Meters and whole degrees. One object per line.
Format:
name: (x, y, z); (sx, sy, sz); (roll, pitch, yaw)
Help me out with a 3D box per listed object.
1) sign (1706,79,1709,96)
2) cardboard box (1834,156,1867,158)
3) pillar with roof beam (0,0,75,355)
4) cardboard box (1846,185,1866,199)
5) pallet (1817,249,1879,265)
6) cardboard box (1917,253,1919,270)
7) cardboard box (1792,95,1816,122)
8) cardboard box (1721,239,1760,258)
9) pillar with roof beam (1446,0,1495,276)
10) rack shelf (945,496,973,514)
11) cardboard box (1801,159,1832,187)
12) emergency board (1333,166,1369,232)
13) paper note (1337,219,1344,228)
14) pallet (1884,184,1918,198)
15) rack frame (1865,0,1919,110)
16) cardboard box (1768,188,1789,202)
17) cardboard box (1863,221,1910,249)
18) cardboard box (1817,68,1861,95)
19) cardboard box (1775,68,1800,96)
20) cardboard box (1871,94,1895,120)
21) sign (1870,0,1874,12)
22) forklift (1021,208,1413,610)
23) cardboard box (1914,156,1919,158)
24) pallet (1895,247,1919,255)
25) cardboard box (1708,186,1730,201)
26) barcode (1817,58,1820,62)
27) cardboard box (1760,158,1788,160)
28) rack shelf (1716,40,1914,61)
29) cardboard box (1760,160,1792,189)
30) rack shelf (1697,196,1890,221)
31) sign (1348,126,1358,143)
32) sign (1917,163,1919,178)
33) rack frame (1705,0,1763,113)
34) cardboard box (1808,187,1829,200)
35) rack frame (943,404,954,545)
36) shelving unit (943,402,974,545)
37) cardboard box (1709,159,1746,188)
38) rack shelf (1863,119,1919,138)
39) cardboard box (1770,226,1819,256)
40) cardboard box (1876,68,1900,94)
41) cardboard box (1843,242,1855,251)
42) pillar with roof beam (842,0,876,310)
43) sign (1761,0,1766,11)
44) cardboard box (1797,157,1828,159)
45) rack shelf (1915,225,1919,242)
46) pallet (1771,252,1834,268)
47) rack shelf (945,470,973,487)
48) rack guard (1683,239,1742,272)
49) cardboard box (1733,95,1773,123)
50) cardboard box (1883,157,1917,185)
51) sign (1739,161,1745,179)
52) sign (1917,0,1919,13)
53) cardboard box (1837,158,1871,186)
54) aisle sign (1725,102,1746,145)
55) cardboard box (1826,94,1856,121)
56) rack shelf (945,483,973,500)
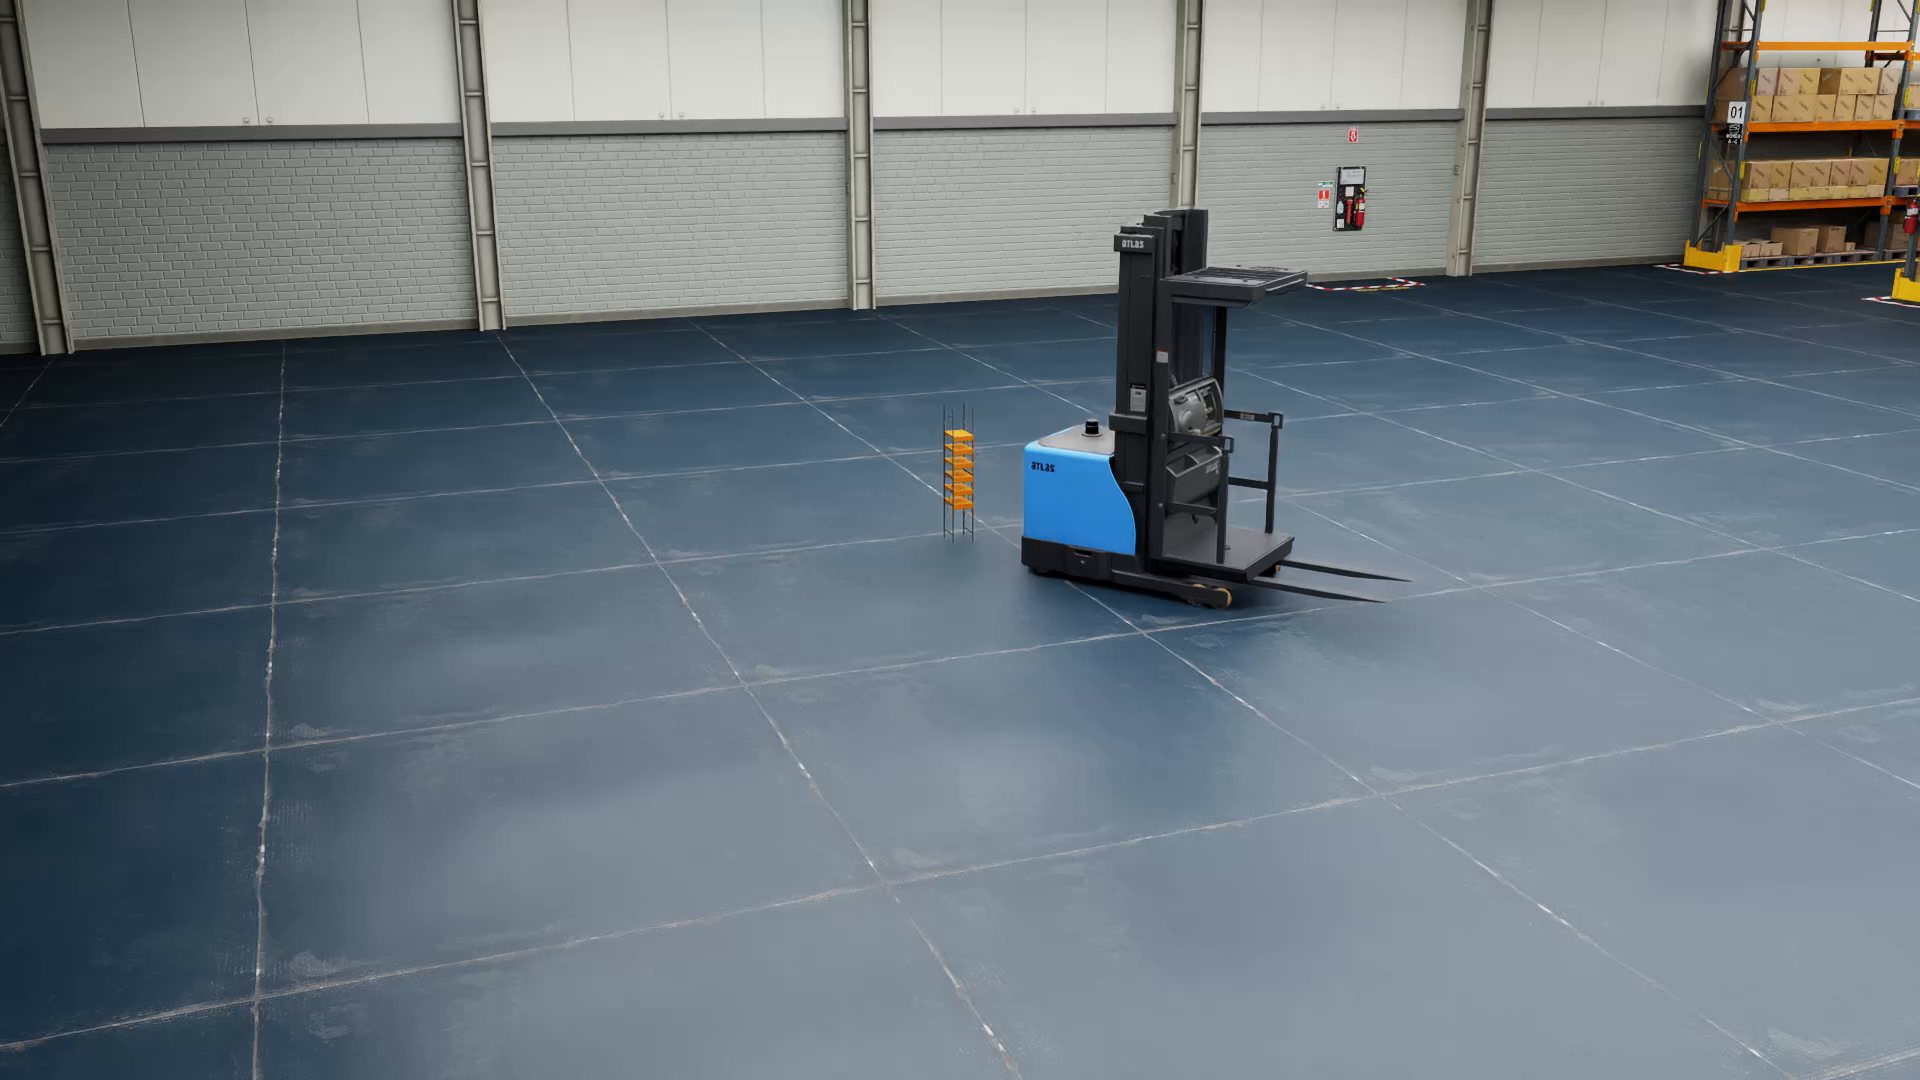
sign: (14.643, -8.845, 32.500); (0.005, 0.325, 0.100); (-6, 17, -20)
cardboard box: (18.045, -7.541, 33.855); (0.500, 0.500, 0.500); (-7, 18, -21)
pillar with roof beam: (-11.306, -5.852, 18.557); (0.400, 9.000, 9.100); (-6, 17, -20)
cardboard box: (17.756, -6.998, 33.337); (0.500, 0.250, 0.500); (-6, 17, -20)
pallet: (17.944, -5.821, 34.047); (1.213, 0.211, 1.003); (-6, 17, -20)
cardboard box: (16.994, -4.904, 28.780); (0.500, 0.500, 0.500); (-6, 17, -20)
cardboard box: (16.223, -8.396, 32.329); (0.500, 0.500, 0.500); (-5, 17, -18)
cardboard box: (15.501, -5.800, 33.017); (0.500, 0.311, 0.500); (-8, 18, -26)
pillar with roof beam: (11.105, -8.272, 26.796); (0.400, 9.000, 9.100); (-6, 17, -20)
rack shelf: (-0.014, -0.301, 14.504); (0.180, 0.103, 0.258); (-6, 17, -20)
cardboard box: (16.804, -7.252, 32.871); (0.500, 0.500, 0.500); (-6, 17, -18)
emergency board: (7.243, -6.287, 30.685); (0.643, 1.169, 0.194); (-6, 17, -20)
paper note: (7.053, -5.865, 30.810); (0.142, 0.148, 0.016); (-6, 17, -20)
pallet: (19.324, -7.183, 34.076); (1.213, 0.211, 1.003); (-6, 17, -20)
rack frame: (18.558, -10.115, 33.071); (0.127, 3.000, 1.000); (-6, 17, -20)
cardboard box: (15.872, -6.792, 32.636); (0.500, 0.250, 0.500); (-7, 18, -22)
cardboard box: (19.240, -6.327, 34.475); (0.500, 0.500, 0.700); (-6, 17, -18)
cardboard box: (17.196, -8.978, 32.535); (0.500, 0.500, 0.500); (-7, 18, -22)
cardboard box: (15.756, -8.822, 32.005); (0.500, 0.500, 0.500); (-6, 18, -21)
cardboard box: (18.173, -8.617, 33.081); (0.500, 0.500, 0.500); (-6, 17, -19)
sign: (18.354, -10.784, 33.413); (0.005, 0.325, 0.100); (-6, 17, -20)
forklift: (2.026, -1.041, 12.942); (3.031, 2.935, 1.130); (10, 19, 30)
cardboard box: (20.174, -7.667, 34.424); (0.500, 0.500, 0.700); (-4, 17, -12)
pallet: (20.426, -6.101, 35.001); (1.213, 0.211, 1.003); (-6, 17, -20)
cardboard box: (15.190, -6.869, 32.896); (0.500, 0.250, 0.500); (-6, 17, -19)
barcode: (17.107, -9.560, 33.134); (0.075, 0.075, 0.001); (-6, 17, -20)
cardboard box: (16.142, -7.335, 33.154); (0.500, 0.500, 0.500); (-7, 18, -22)
rack shelf: (16.691, -9.566, 32.487); (4.000, 0.370, 1.077); (-6, 17, -20)
cardboard box: (15.842, -7.147, 32.511); (0.500, 0.500, 0.500); (-6, 17, -20)
rack shelf: (16.691, -6.690, 33.331); (4.000, 0.370, 1.077); (-6, 17, -20)
sign: (7.200, -7.425, 30.444); (0.199, 0.298, 0.001); (-6, 17, -20)
sign: (16.418, -6.343, 28.401); (0.005, 0.325, 0.100); (-6, 17, -20)
rack frame: (14.823, -9.712, 31.698); (0.127, 3.000, 1.000); (-6, 17, -20)
cardboard box: (16.823, -6.893, 32.977); (0.500, 0.250, 0.500); (-6, 17, -20)
rack frame: (-0.099, -0.565, 14.393); (0.006, 1.200, 0.240); (-6, 17, -20)
shelving unit: (-0.014, -0.574, 14.424); (0.189, 1.200, 0.258); (-6, 17, -20)
cardboard box: (15.187, -7.234, 32.808); (0.500, 0.500, 0.500); (-6, 18, -21)
rack shelf: (20.426, -8.532, 34.282); (4.000, 0.370, 1.077); (-6, 17, -20)
cardboard box: (16.737, -6.009, 33.393); (0.500, 0.500, 0.700); (-7, 18, -24)
cardboard box: (18.188, -9.091, 32.921); (0.500, 0.500, 0.500); (-8, 18, -25)
cardboard box: (18.070, -6.026, 34.043); (0.250, 0.166, 0.380); (-9, 18, -27)
pillar with roof beam: (-0.100, -7.062, 22.676); (0.400, 9.000, 9.100); (-6, 17, -20)
sign: (15.017, -10.055, 31.069); (0.005, 0.325, 0.100); (-6, 17, -20)
cardboard box: (17.093, -7.441, 33.515); (0.500, 0.500, 0.500); (-6, 17, -19)
rack shelf: (18.467, -5.387, 28.894); (4.000, 0.370, 1.077); (-6, 17, -20)
pallet: (16.803, -5.697, 33.625); (1.213, 0.211, 1.003); (-6, 17, -20)
rack shelf: (-0.014, -0.532, 14.437); (0.180, 0.103, 0.258); (-6, 17, -20)
rack guard: (14.894, -5.641, 32.922); (0.348, 0.500, 1.175); (-6, 17, -20)
cardboard box: (15.225, -8.298, 31.995); (0.500, 0.500, 0.500); (-6, 17, -19)
cardboard box: (19.046, -7.538, 33.985); (0.500, 0.500, 0.700); (-6, 17, -20)
sign: (15.018, -7.106, 31.935); (0.005, 0.325, 0.100); (-6, 17, -20)
sign: (18.735, -10.456, 32.436); (0.005, 0.325, 0.100); (-6, 17, -20)
cardboard box: (17.764, -7.353, 33.213); (0.500, 0.500, 0.500); (-6, 17, -20)
aisle sign: (14.863, -7.994, 31.884); (0.004, 0.787, 0.394); (-6, 17, -20)
cardboard box: (17.195, -8.504, 32.696); (0.500, 0.500, 0.500); (-7, 18, -22)
rack shelf: (-0.014, -0.416, 14.471); (0.180, 0.103, 0.258); (-6, 17, -20)
